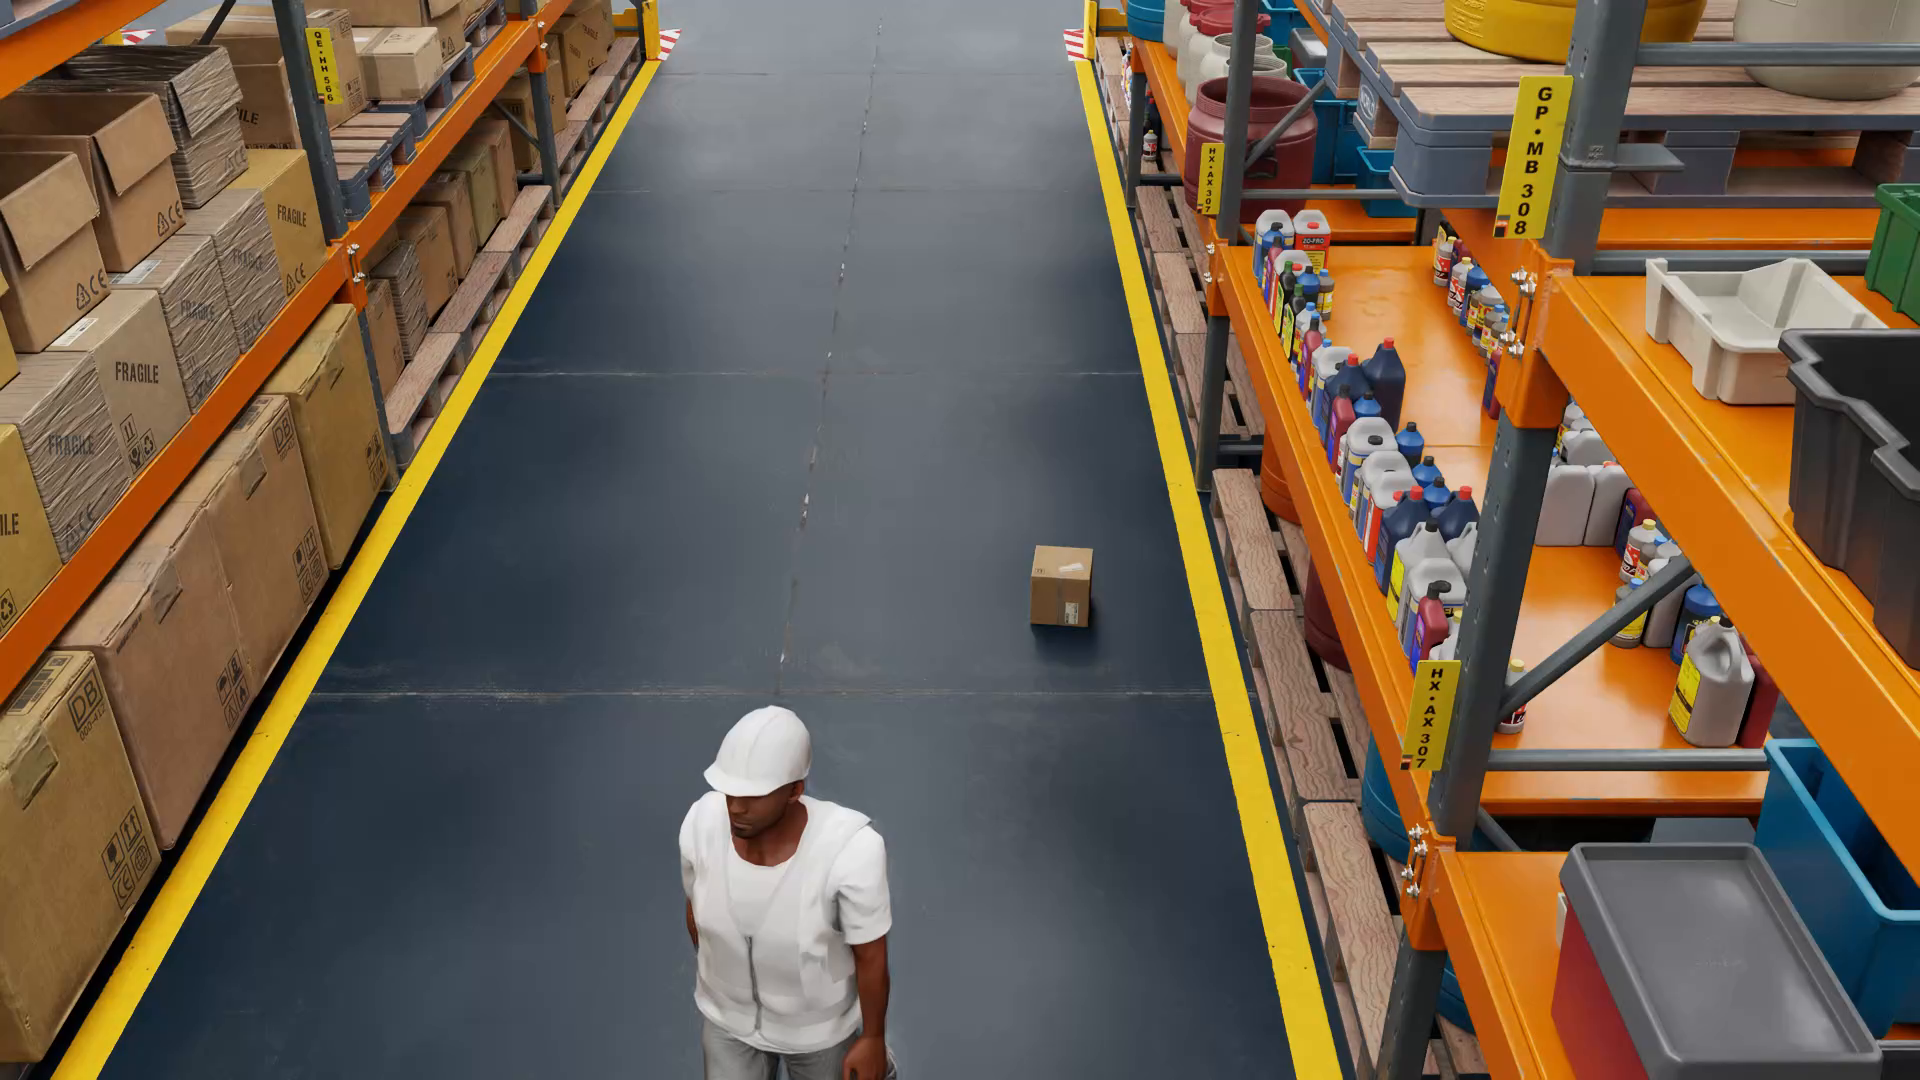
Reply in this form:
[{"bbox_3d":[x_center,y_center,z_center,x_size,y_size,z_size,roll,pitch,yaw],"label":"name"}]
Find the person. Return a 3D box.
[{"bbox_3d":[-0.430,1.147,4.202,0.569,1.744,0.812,8,32,13],"label":"person"}]
